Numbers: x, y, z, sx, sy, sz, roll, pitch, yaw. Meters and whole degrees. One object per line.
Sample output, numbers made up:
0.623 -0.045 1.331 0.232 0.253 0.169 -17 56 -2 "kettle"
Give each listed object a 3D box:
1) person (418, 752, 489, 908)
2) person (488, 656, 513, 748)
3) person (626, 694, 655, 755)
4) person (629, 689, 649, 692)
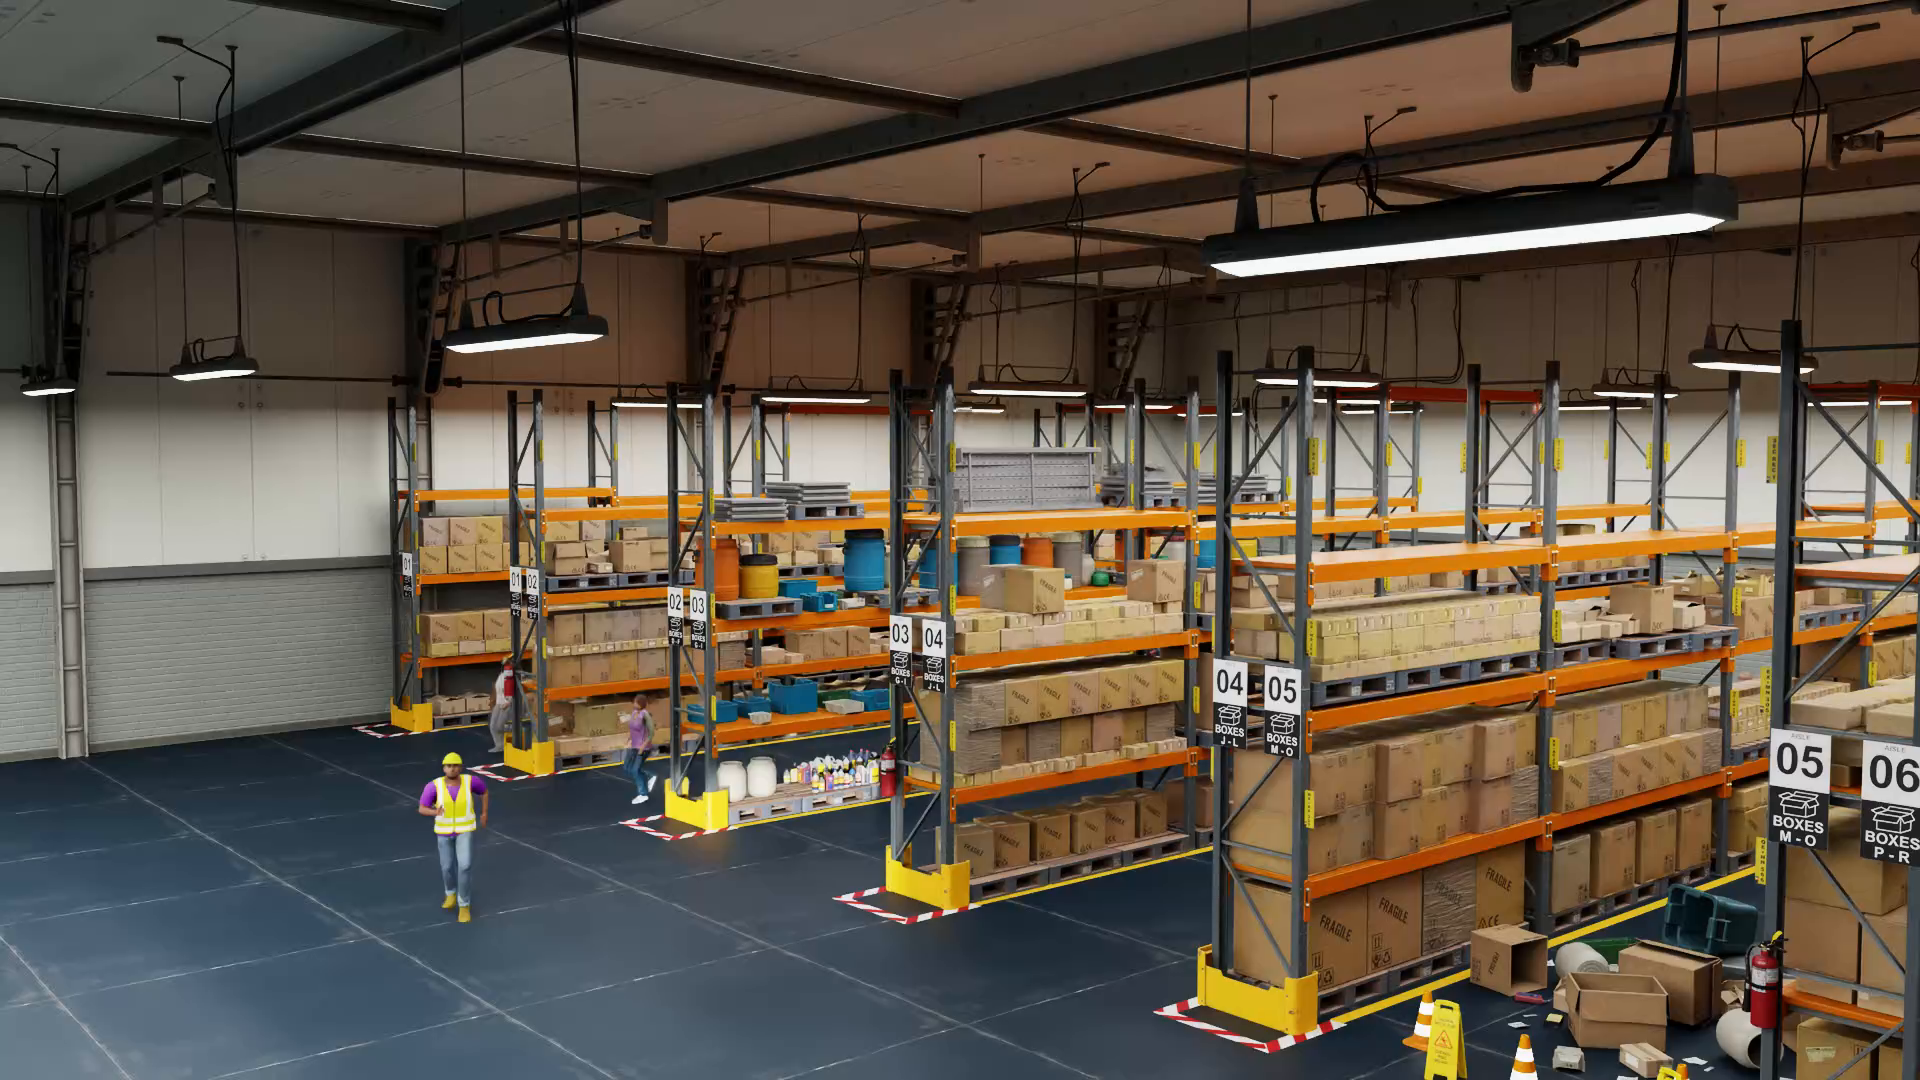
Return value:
-5.517 3.133 18.117 0.720 1.663 0.774 -1 3 -13 "person"
-7.536 2.697 27.670 0.618 1.559 0.482 3 5 42 "person"
-4.600 2.641 23.925 0.325 0.852 0.569 -3 4 -38 "person"
-5.724 2.447 30.153 0.445 1.592 0.868 3 5 45 "person"
